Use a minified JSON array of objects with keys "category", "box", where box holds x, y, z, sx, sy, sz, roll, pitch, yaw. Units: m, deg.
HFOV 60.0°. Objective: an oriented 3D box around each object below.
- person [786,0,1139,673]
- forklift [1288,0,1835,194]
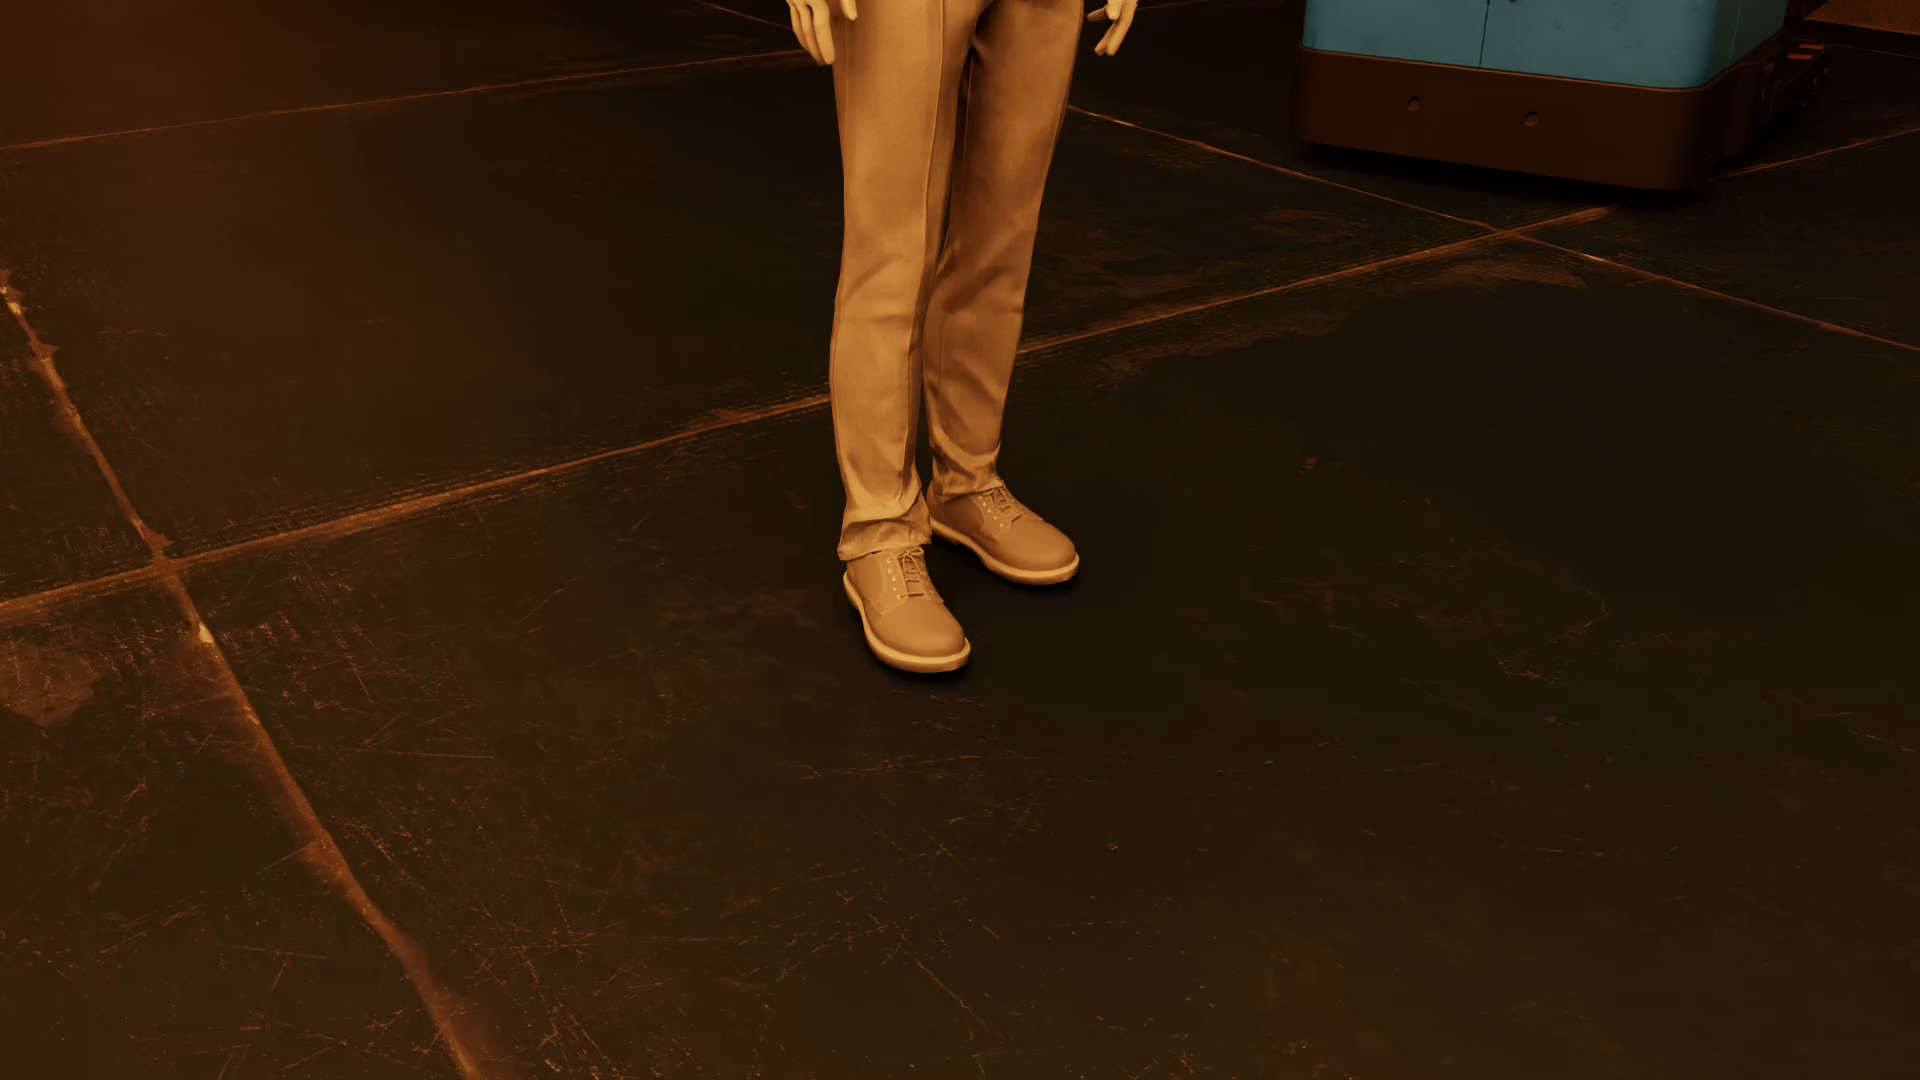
[{"category":"person","box":[0.033,-0.738,2.064,0.588,1.696,0.533,-17,31,-31]},{"category":"forklift","box":[2.142,-2.766,4.745,1.130,2.935,3.031,17,31,30]}]
